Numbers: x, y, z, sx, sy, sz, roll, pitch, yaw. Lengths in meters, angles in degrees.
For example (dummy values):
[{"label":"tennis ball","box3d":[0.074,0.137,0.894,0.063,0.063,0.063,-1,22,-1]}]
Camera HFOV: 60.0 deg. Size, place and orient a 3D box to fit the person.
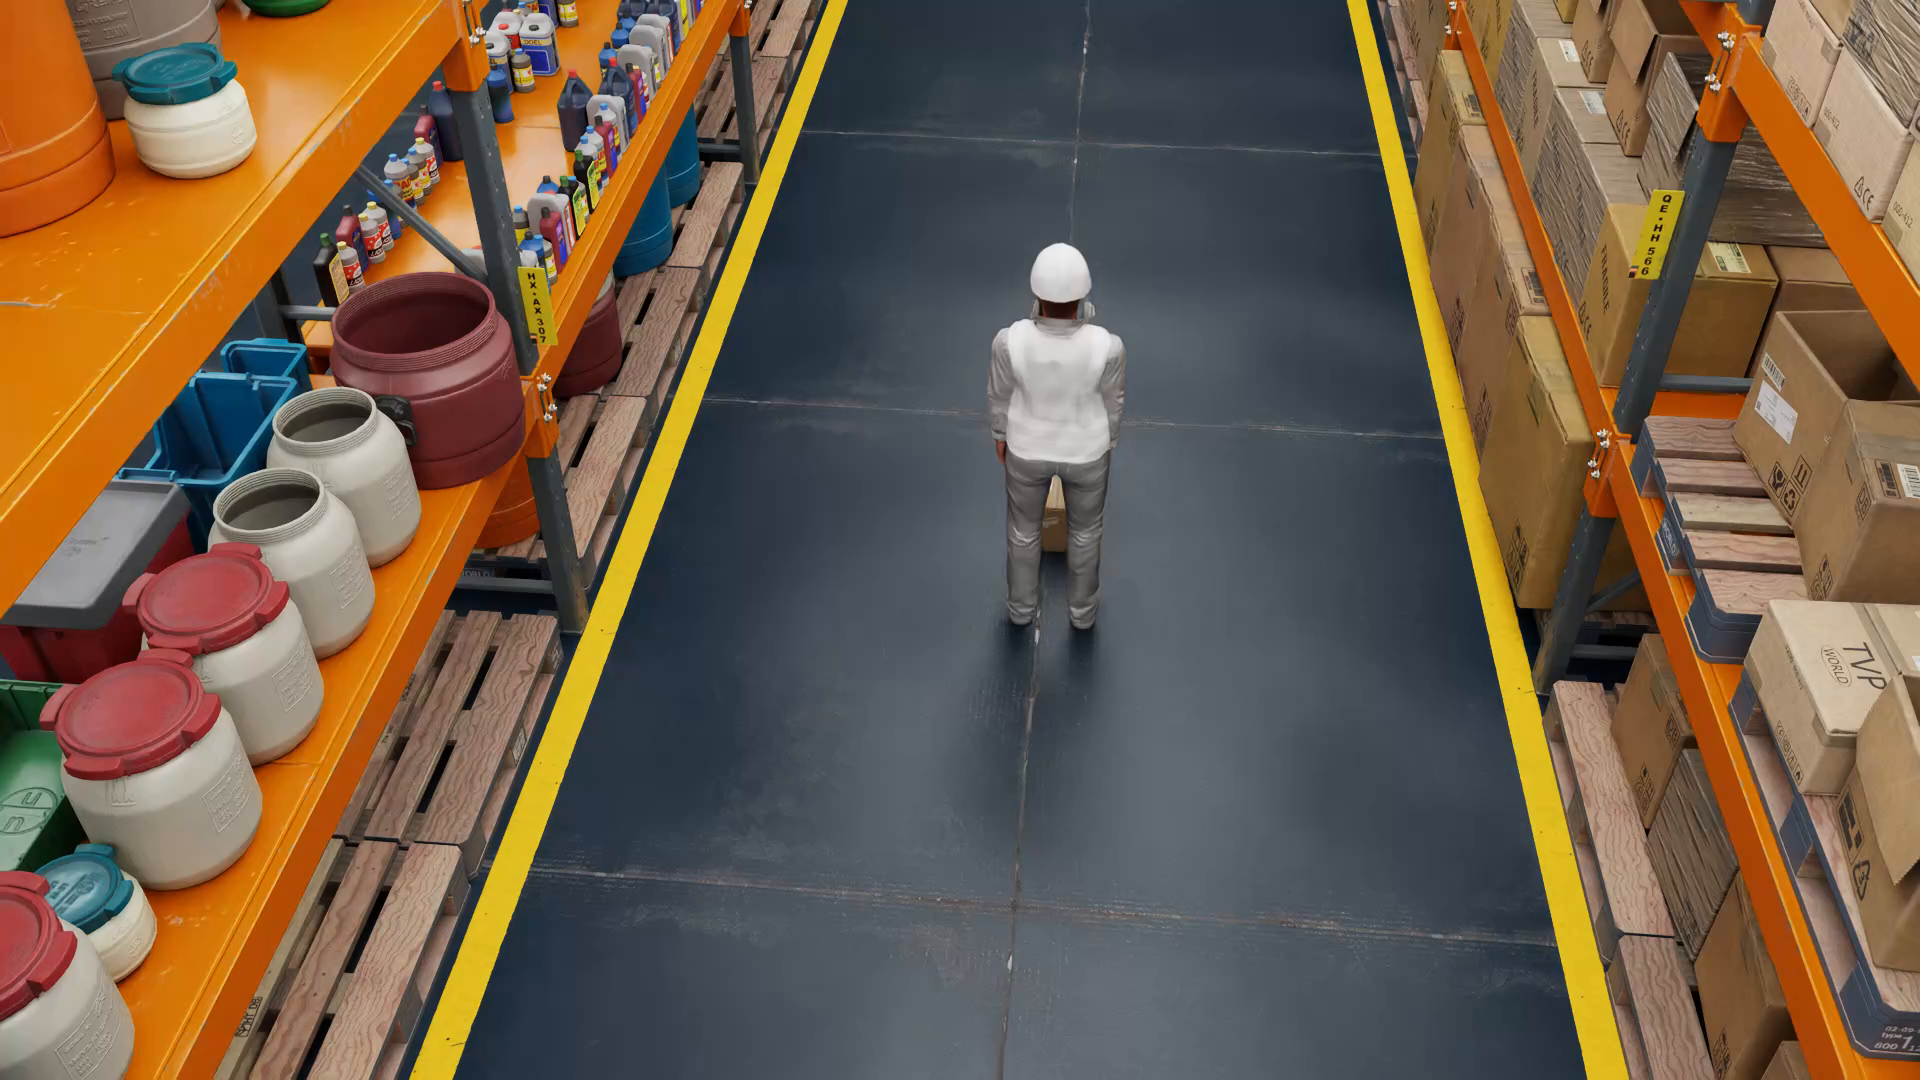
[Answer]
[{"label":"person","box3d":[0.373,-0.390,6.611,0.530,1.764,0.360,4,40,5]}]
